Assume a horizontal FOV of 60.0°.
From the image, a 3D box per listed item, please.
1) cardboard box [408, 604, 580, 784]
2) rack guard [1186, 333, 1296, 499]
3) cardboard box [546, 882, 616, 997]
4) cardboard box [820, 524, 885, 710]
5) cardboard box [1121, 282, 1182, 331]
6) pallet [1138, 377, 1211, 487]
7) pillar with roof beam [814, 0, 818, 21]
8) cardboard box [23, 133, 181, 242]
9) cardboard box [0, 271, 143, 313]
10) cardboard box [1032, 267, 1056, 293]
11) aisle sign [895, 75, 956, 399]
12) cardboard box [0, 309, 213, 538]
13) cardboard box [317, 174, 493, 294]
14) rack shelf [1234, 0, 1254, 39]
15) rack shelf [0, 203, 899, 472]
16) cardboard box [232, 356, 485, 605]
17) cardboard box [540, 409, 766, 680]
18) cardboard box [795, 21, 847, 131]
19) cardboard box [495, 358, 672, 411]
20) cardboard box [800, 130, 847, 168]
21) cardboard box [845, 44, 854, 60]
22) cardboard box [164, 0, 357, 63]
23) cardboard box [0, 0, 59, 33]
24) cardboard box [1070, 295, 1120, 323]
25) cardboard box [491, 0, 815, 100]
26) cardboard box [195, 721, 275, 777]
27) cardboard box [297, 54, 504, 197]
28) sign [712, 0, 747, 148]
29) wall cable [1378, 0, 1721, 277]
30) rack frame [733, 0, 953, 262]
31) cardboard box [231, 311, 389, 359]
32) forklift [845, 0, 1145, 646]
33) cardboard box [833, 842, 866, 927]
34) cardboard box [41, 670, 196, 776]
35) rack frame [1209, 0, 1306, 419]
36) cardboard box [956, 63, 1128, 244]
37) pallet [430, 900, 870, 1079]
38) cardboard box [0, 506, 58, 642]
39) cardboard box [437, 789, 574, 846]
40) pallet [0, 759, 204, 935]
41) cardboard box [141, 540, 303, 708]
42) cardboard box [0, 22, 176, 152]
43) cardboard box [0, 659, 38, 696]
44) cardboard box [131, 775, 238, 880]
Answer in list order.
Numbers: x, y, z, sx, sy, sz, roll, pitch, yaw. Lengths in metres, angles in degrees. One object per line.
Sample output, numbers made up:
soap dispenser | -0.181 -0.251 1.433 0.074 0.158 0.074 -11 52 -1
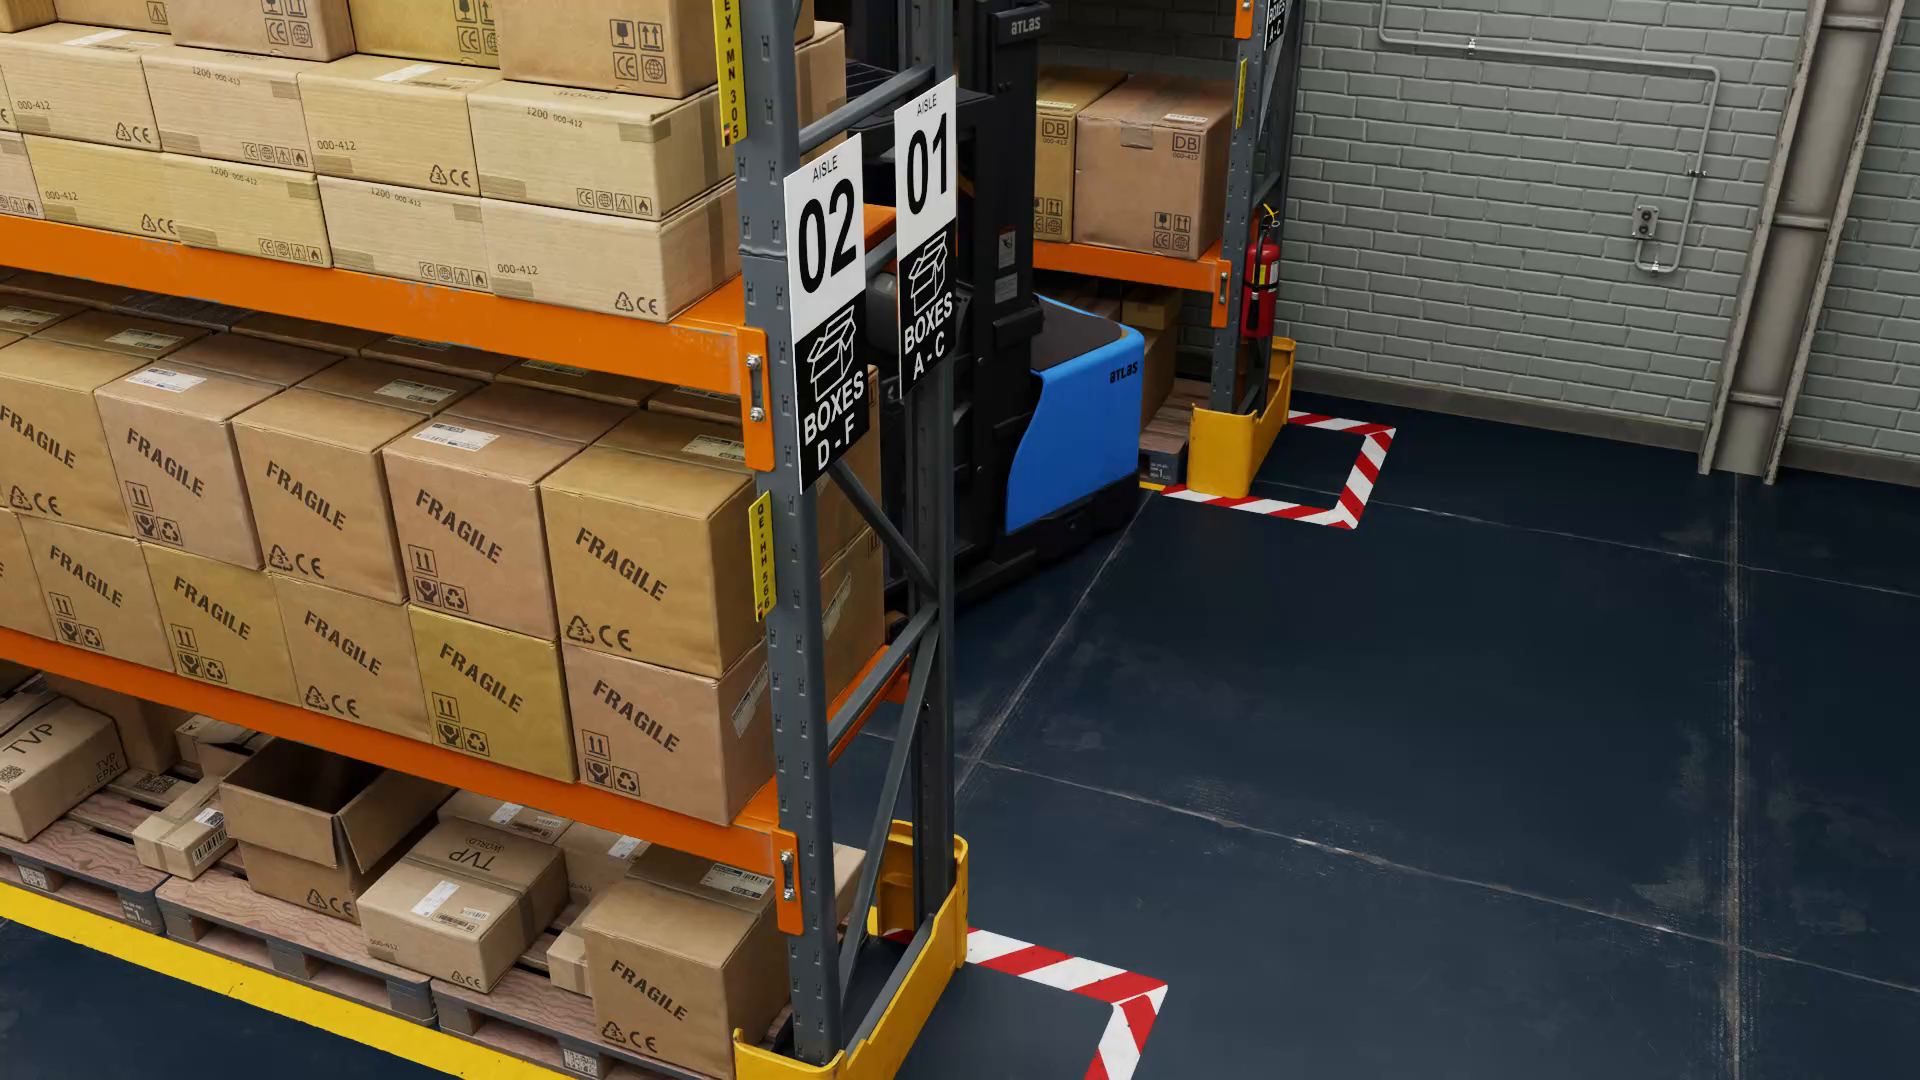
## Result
cardboard box | -1.261 0.338 5.001 0.500 0.500 0.500 12 31 20
rack guard | 1.620 -0.732 9.536 0.348 0.500 1.175 11 31 19
cardboard box | -1.199 1.373 5.705 0.250 0.166 0.380 11 31 19
cardboard box | -0.574 0.189 5.265 0.500 0.500 0.500 12 32 20
cardboard box | 1.102 -1.353 9.550 0.250 0.149 0.380 12 31 19
pallet | 0.827 -0.722 9.814 1.213 0.211 1.003 11 31 19
pillar with roof beam | -2.754 -3.478 5.758 0.400 9.000 9.100 11 31 19
cardboard box | -2.221 -1.064 4.688 0.500 0.250 0.500 11 31 19
cardboard box | -2.926 -0.715 5.848 0.500 0.500 0.500 11 31 18
cardboard box | 0.401 -1.493 9.797 0.250 0.149 0.380 12 31 20
aisle sign | -0.088 -0.818 4.507 0.004 0.787 0.394 11 31 19
cardboard box | -2.683 -0.378 5.252 0.500 0.500 0.500 10 31 18
cardboard box | -1.296 -0.878 4.358 0.500 0.250 0.500 11 31 19
rack shelf | -0.256 -3.187 9.023 4.000 0.370 1.077 11 31 19
rack shelf | -2.115 -0.928 5.025 4.000 0.370 1.077 11 31 19
cardboard box | -1.728 -0.187 4.916 0.500 0.500 0.500 12 32 20
cardboard box | -0.777 -0.001 4.585 0.500 0.500 0.500 11 31 19
cardboard box | -0.640 -1.237 4.486 0.500 0.250 0.500 11 31 19
cardboard box | -1.061 -0.339 5.184 0.500 0.500 0.500 12 31 20
cardboard box | -0.642 -1.016 4.604 0.500 0.250 0.500 11 31 19
cardboard box | -0.938 -2.449 9.730 0.700 0.700 0.980 10 31 18
cardboard box | -1.679 -1.612 4.387 0.500 0.500 0.700 11 31 19
cardboard box | -2.627 -1.770 4.667 0.500 0.500 0.700 11 31 19
cardboard box | 0.724 -1.226 9.325 0.250 0.149 0.380 11 31 19
cardboard box | -0.744 -1.437 4.078 0.500 0.500 0.700 11 31 19
cardboard box | -2.638 0.789 6.591 0.500 0.311 0.500 11 31 19
cardboard box | -1.297 -1.094 4.233 0.500 0.250 0.500 11 31 19
sign | -0.489 -1.007 3.535 0.005 0.325 0.100 11 31 19
wall cable | 3.140 -2.461 9.023 1.851 1.984 0.084 11 31 19
rack frame | -0.261 -2.177 3.456 0.127 3.000 1.000 11 31 19
cardboard box | -1.994 -0.528 5.517 0.500 0.500 0.500 11 31 19
forklift | -0.450 -1.061 7.648 3.031 2.935 1.130 -26 38 -37
cardboard box | -0.520 1.251 5.939 0.250 0.149 0.380 11 31 19
cardboard box | -3.333 0.568 6.790 0.500 0.500 0.500 11 31 19
rack frame | 1.598 -1.824 8.929 0.127 3.000 1.000 11 31 19
cardboard box | 0.443 -2.174 9.243 0.700 0.700 0.980 11 31 19
pallet | -1.071 1.488 5.903 1.213 0.211 1.003 11 31 19
cardboard box | -3.123 -0.037 5.665 0.500 0.500 0.500 12 32 20
cardboard box | -1.585 1.026 6.234 0.500 0.250 0.500 11 31 19
pallet | -3.332 1.037 6.702 1.213 0.211 1.003 11 31 19
cardboard box | -2.188 0.150 5.334 0.500 0.500 0.500 11 31 18
cardboard box | -2.224 -1.278 4.558 0.500 0.250 0.500 11 31 19
cardboard box | -4.325 0.391 7.103 0.500 0.500 0.500 10 31 17
cardboard box | -2.855 1.069 6.243 0.250 0.166 0.380 11 31 19
